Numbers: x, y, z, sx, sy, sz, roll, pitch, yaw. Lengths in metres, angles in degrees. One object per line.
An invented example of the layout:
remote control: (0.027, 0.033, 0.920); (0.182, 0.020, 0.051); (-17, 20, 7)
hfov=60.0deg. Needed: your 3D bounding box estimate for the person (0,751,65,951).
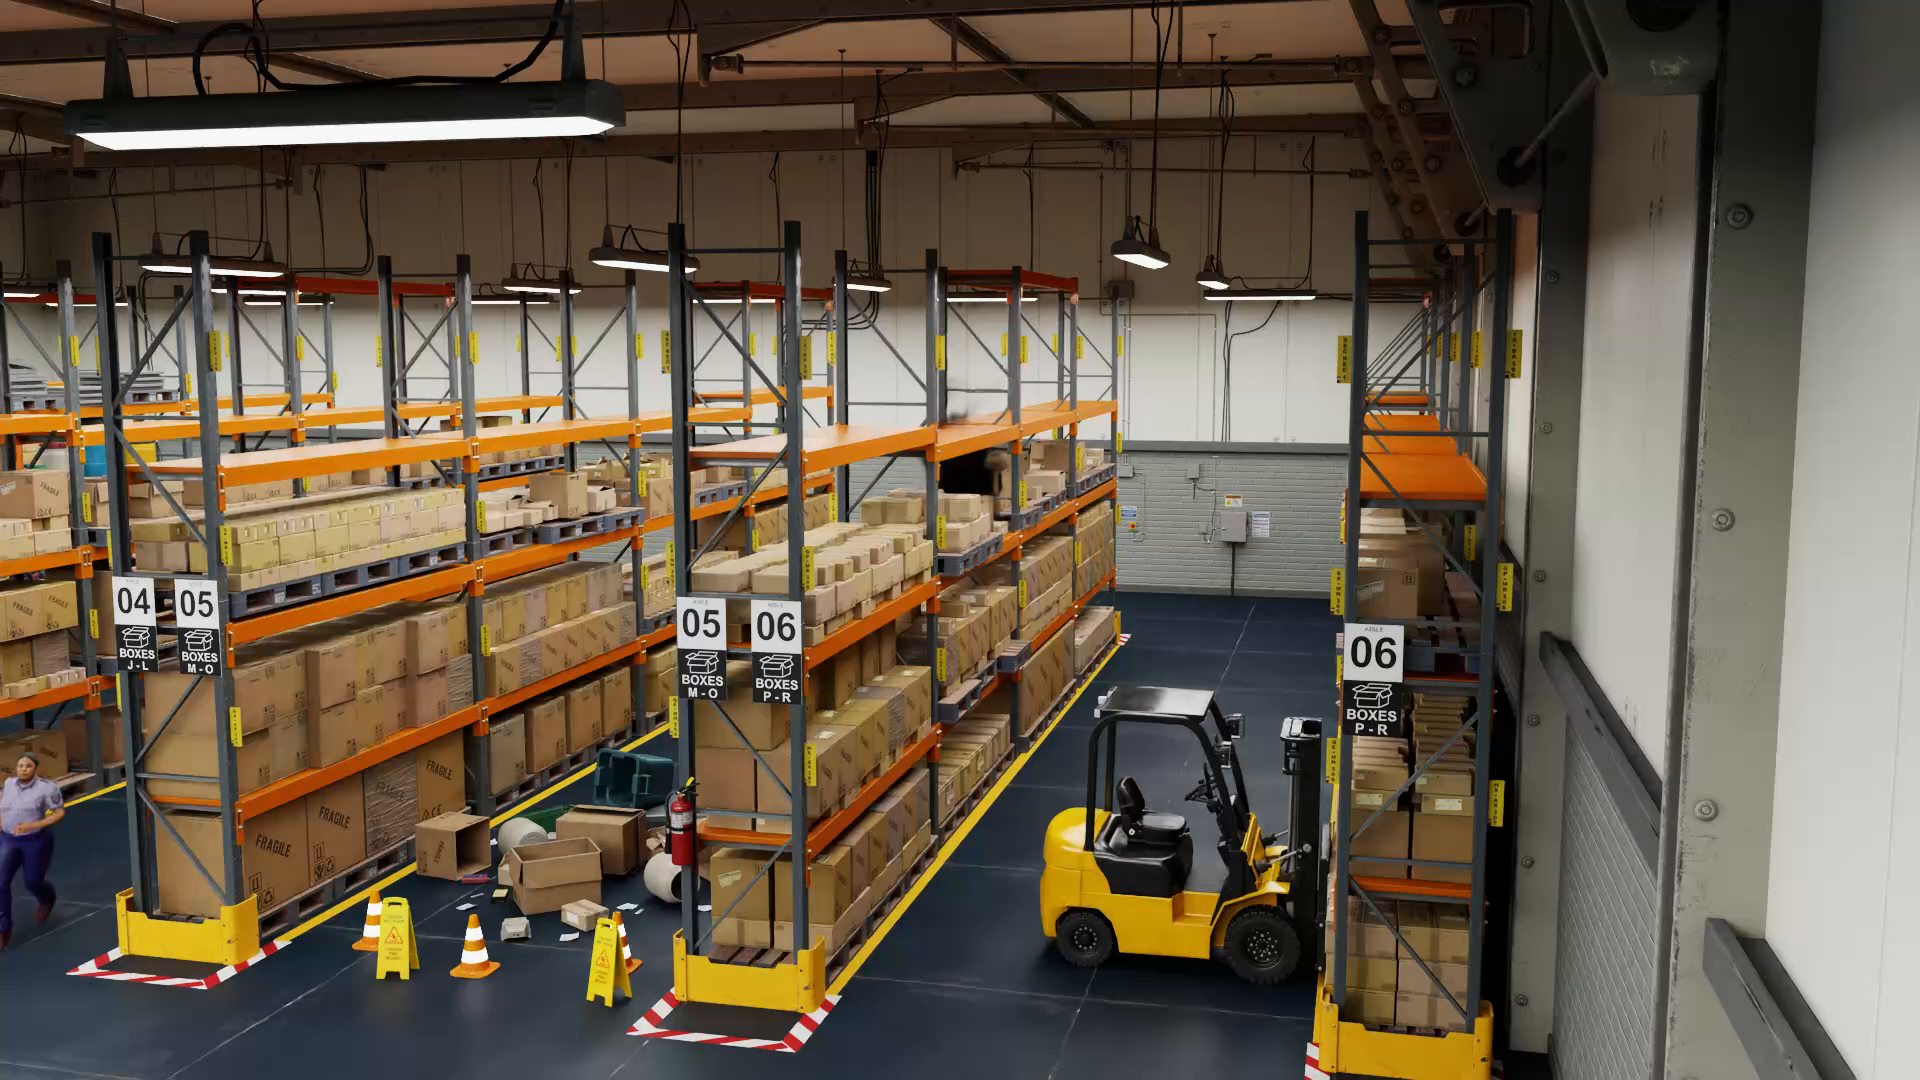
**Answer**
person: (-8.024, 2.643, 14.377); (0.630, 1.689, 0.826); (-1, 7, -4)
